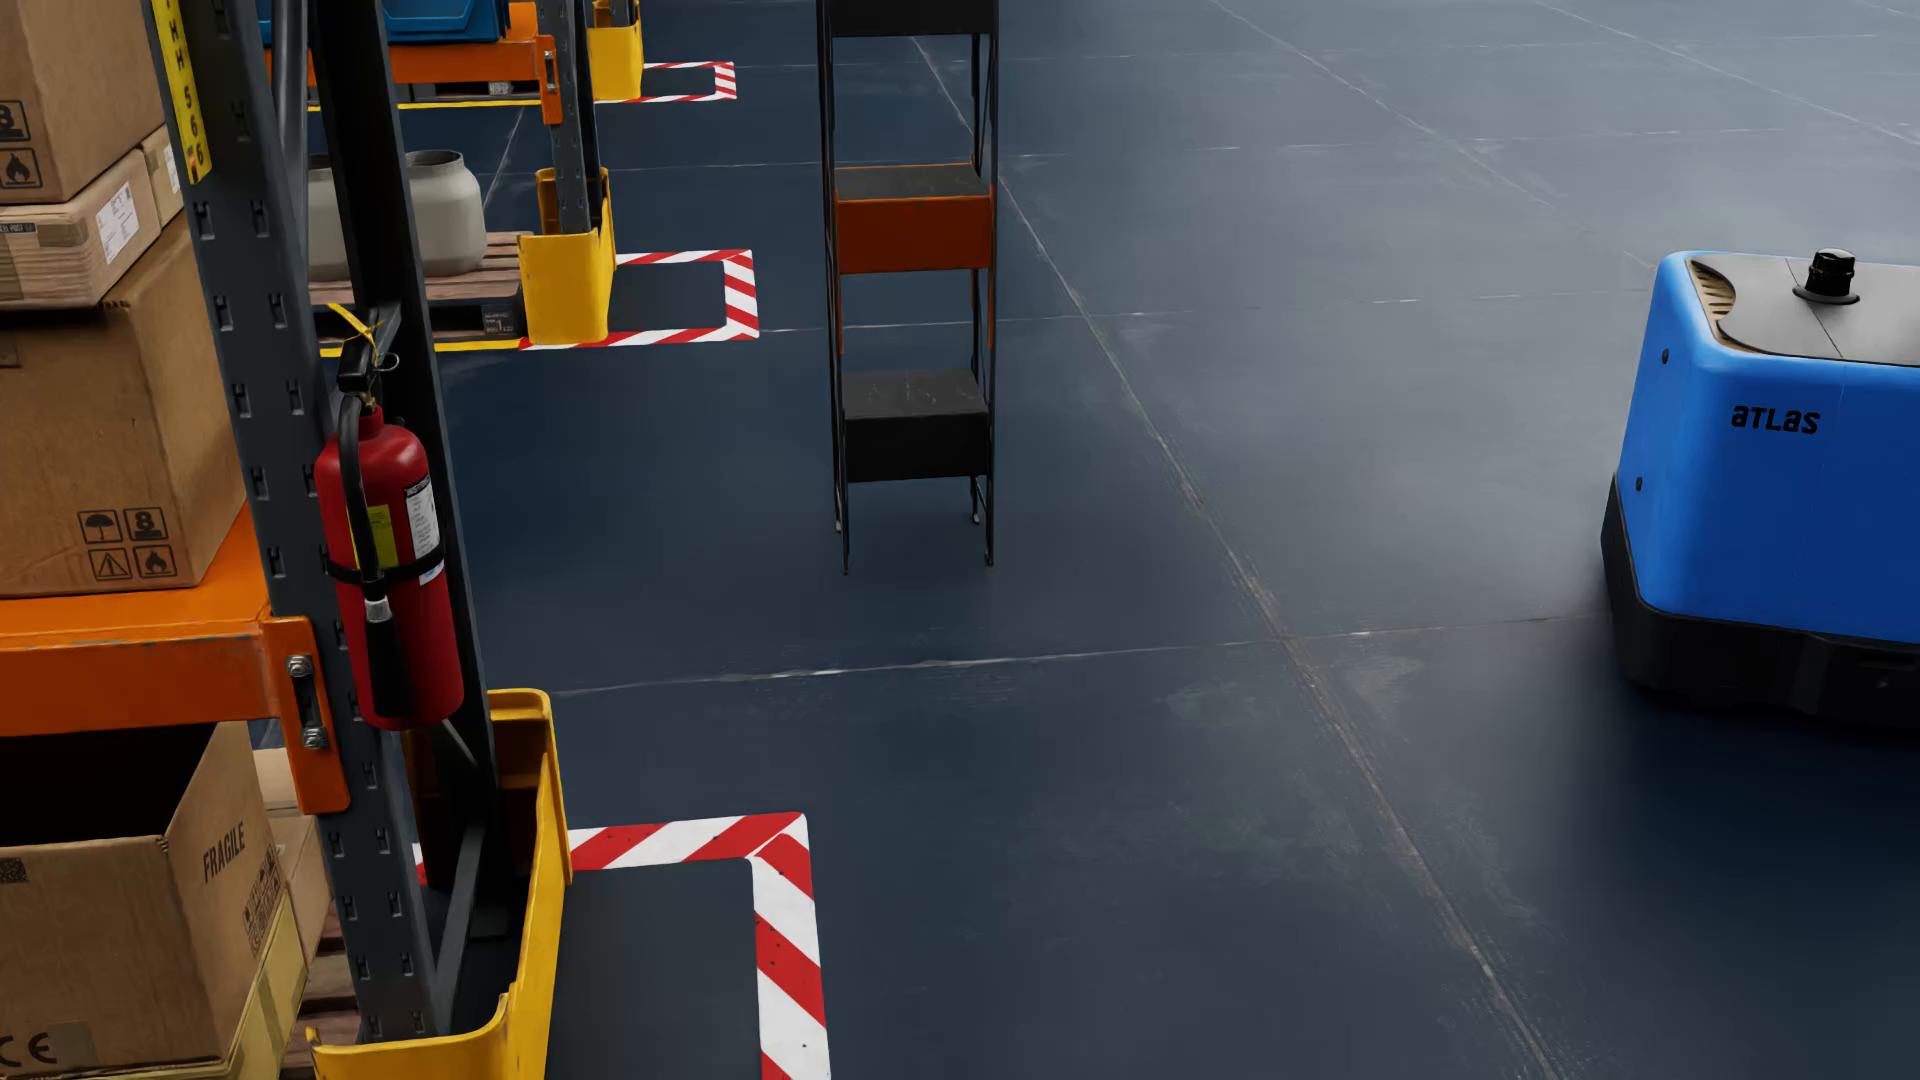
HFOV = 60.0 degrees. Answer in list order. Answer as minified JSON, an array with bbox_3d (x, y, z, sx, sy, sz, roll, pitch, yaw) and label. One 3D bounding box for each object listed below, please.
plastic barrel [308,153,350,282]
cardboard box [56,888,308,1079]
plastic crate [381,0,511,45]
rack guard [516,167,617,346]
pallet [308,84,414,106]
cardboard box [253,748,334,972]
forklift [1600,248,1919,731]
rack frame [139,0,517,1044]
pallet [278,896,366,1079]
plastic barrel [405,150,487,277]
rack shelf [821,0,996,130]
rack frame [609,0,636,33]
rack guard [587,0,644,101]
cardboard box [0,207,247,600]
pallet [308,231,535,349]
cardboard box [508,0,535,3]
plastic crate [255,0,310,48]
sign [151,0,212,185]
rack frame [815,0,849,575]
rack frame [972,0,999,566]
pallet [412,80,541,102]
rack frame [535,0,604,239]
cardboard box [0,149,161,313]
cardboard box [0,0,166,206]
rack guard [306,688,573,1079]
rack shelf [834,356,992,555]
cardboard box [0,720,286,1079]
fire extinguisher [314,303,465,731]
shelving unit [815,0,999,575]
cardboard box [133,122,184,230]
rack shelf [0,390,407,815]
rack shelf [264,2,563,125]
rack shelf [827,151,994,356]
[{"bbox_3d":[-2.912,-1.475,7.604,0.421,0.512,0.421,0,27,0],"label":"plastic barrel"},{"bbox_3d":[-1.578,0.941,3.183,0.500,0.250,0.500,-4,27,-7],"label":"cardboard box"},{"bbox_3d":[-2.229,-2.270,7.051,0.616,0.251,0.499,-4,27,-7],"label":"plastic crate"},{"bbox_3d":[-1.843,-1.365,7.862,0.348,0.500,1.175,-4,27,-7],"label":"rack guard"},{"bbox_3d":[-4.555,-3.385,12.116,1.213,0.211,1.003,-4,27,-7],"label":"pallet"},{"bbox_3d":[-1.650,0.707,3.639,0.500,0.250,0.500,-4,27,-7],"label":"cardboard box"},{"bbox_3d":[3.507,-0.875,4.245,3.031,2.935,1.130,7,28,13],"label":"forklift"},{"bbox_3d":[-1.088,-0.264,2.978,0.127,3.000,1.000,-4,27,-7],"label":"rack frame"},{"bbox_3d":[-1.840,1.045,3.483,1.213,0.211,1.003,-4,27,-7],"label":"pallet"},{"bbox_3d":[-2.416,-1.507,7.666,0.421,0.512,0.421,0,27,0],"label":"plastic barrel"},{"bbox_3d":[-0.164,-1.534,4.937,0.480,0.518,0.431,-4,27,-7],"label":"rack shelf"},{"bbox_3d":[-2.465,-4.742,11.706,0.127,3.000,1.000,-4,27,-7],"label":"rack frame"},{"bbox_3d":[-2.540,-3.625,12.267,0.348,0.500,1.175,-4,27,-7],"label":"rack guard"},{"bbox_3d":[-1.552,-0.284,2.908,0.500,0.500,0.700,-4,27,-7],"label":"cardboard box"},{"bbox_3d":[-2.649,-1.187,7.832,1.213,0.211,1.003,-4,27,-7],"label":"pallet"},{"bbox_3d":[-3.086,-3.785,12.118,0.500,0.500,0.500,1,27,2],"label":"cardboard box"},{"bbox_3d":[-2.873,-2.231,6.975,0.408,0.251,0.499,-4,27,-7],"label":"plastic crate"},{"bbox_3d":[-1.027,-0.638,2.180,0.005,0.325,0.100,-4,27,-7],"label":"sign"},{"bbox_3d":[-0.406,-0.908,5.220,0.015,2.100,0.400,-4,27,-7],"label":"rack frame"},{"bbox_3d":[0.078,-0.939,5.280,0.015,2.100,0.400,-4,27,-7],"label":"rack frame"},{"bbox_3d":[-3.349,-3.461,12.264,1.213,0.211,1.003,-4,27,-7],"label":"pallet"},{"bbox_3d":[-1.775,-2.503,7.342,0.127,3.000,1.000,-4,27,-7],"label":"rack frame"},{"bbox_3d":[-1.440,-0.486,2.592,0.250,0.149,0.380,-4,27,-8],"label":"cardboard box"},{"bbox_3d":[-1.605,-0.858,2.606,0.500,0.500,0.700,-4,27,-7],"label":"cardboard box"},{"bbox_3d":[-1.065,0.847,3.552,0.348,0.500,1.175,-4,27,-7],"label":"rack guard"},{"bbox_3d":[-0.164,-0.289,5.576,0.480,0.518,0.431,-4,27,-7],"label":"rack shelf"},{"bbox_3d":[-1.578,0.608,3.010,0.500,0.500,0.500,-4,27,-7],"label":"cardboard box"},{"bbox_3d":[-0.907,-0.027,2.601,0.183,0.674,0.296,-4,27,-7],"label":"fire extinguisher"},{"bbox_3d":[-0.164,-0.924,5.250,0.503,2.100,0.431,-4,27,-7],"label":"shelving unit"},{"bbox_3d":[-1.507,-0.669,2.948,0.250,0.149,0.380,-4,27,-7],"label":"cardboard box"},{"bbox_3d":[-3.069,0.184,2.894,4.000,0.370,1.077,-4,27,-7],"label":"rack shelf"},{"bbox_3d":[-3.755,-2.056,7.259,4.000,0.370,1.077,-4,27,-7],"label":"rack shelf"},{"bbox_3d":[-0.164,-0.912,5.256,0.480,0.518,0.431,-4,27,-7],"label":"rack shelf"}]
